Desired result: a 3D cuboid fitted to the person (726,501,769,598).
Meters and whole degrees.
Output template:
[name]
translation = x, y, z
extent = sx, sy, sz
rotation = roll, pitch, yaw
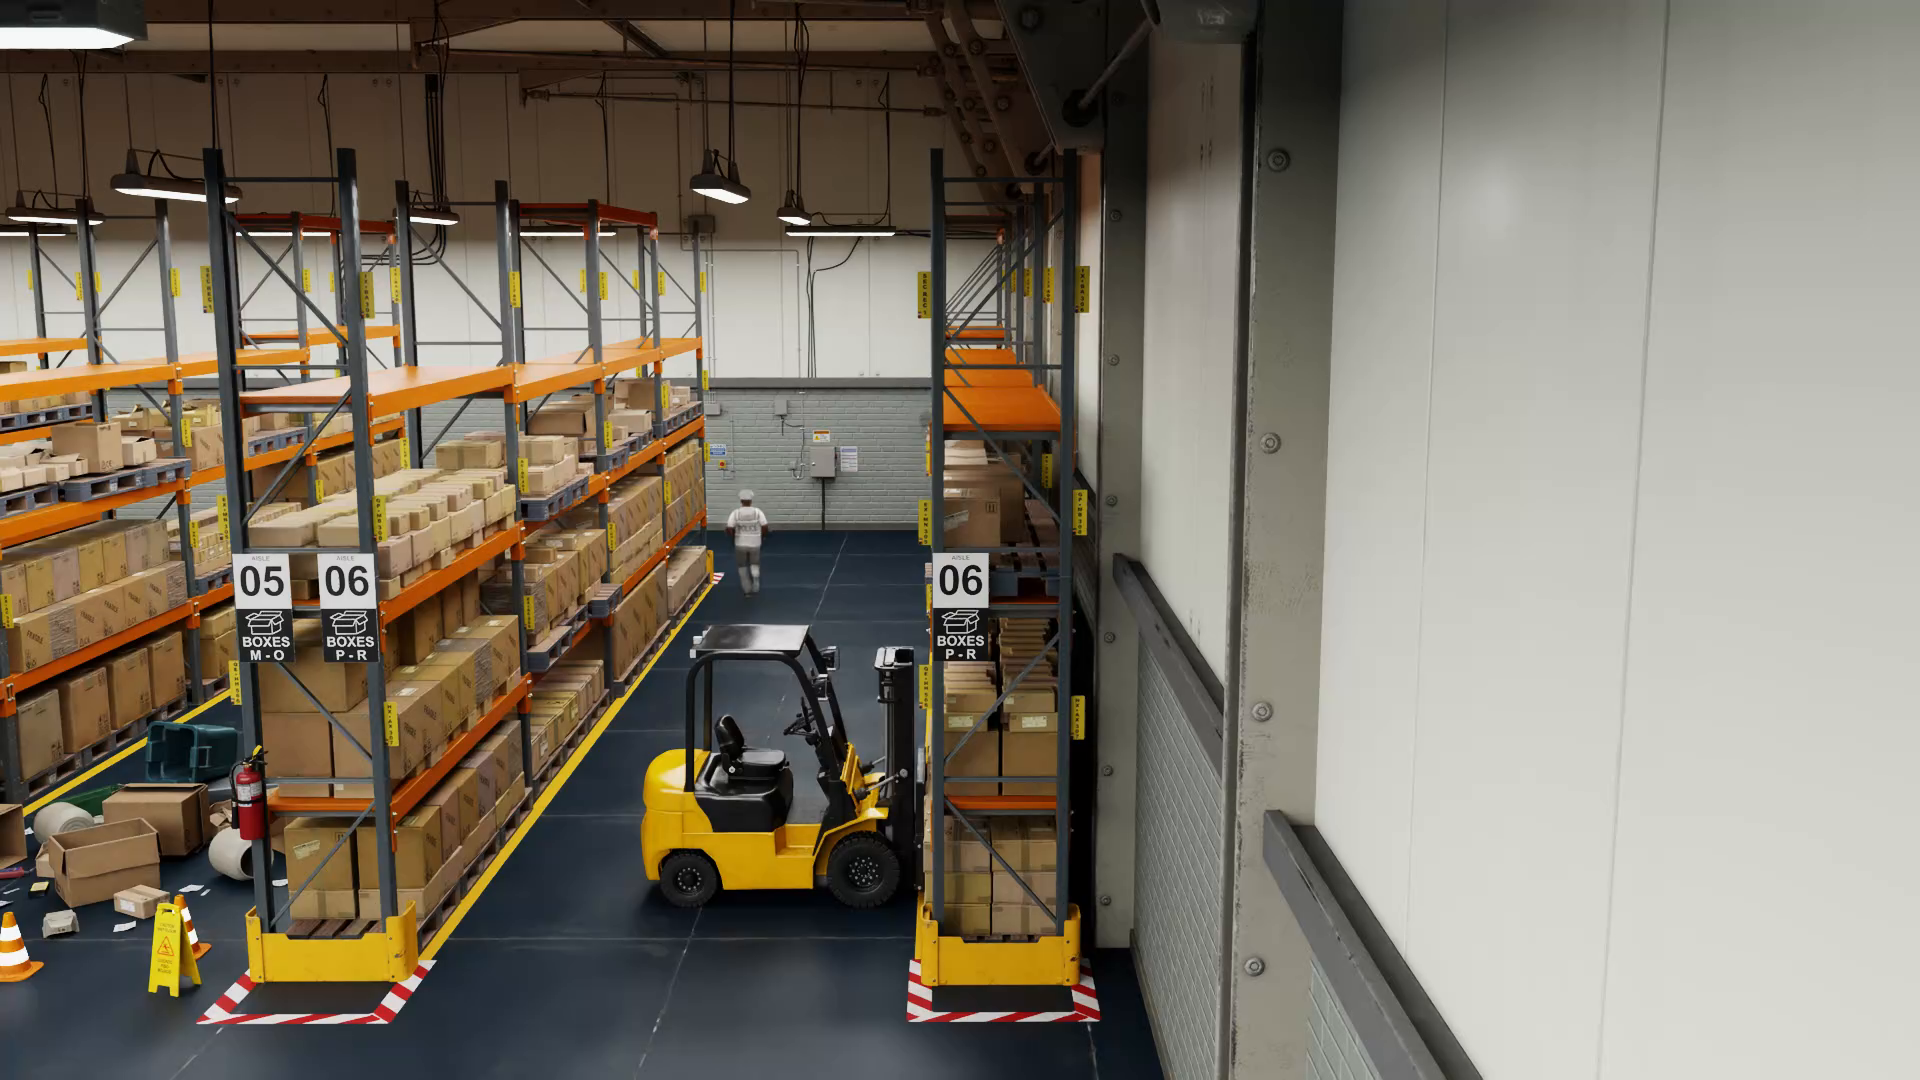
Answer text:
[person]
translation = -3.325, 0.094, 26.079
extent = 0.650, 1.679, 0.609
rotation = -1, 9, -9
